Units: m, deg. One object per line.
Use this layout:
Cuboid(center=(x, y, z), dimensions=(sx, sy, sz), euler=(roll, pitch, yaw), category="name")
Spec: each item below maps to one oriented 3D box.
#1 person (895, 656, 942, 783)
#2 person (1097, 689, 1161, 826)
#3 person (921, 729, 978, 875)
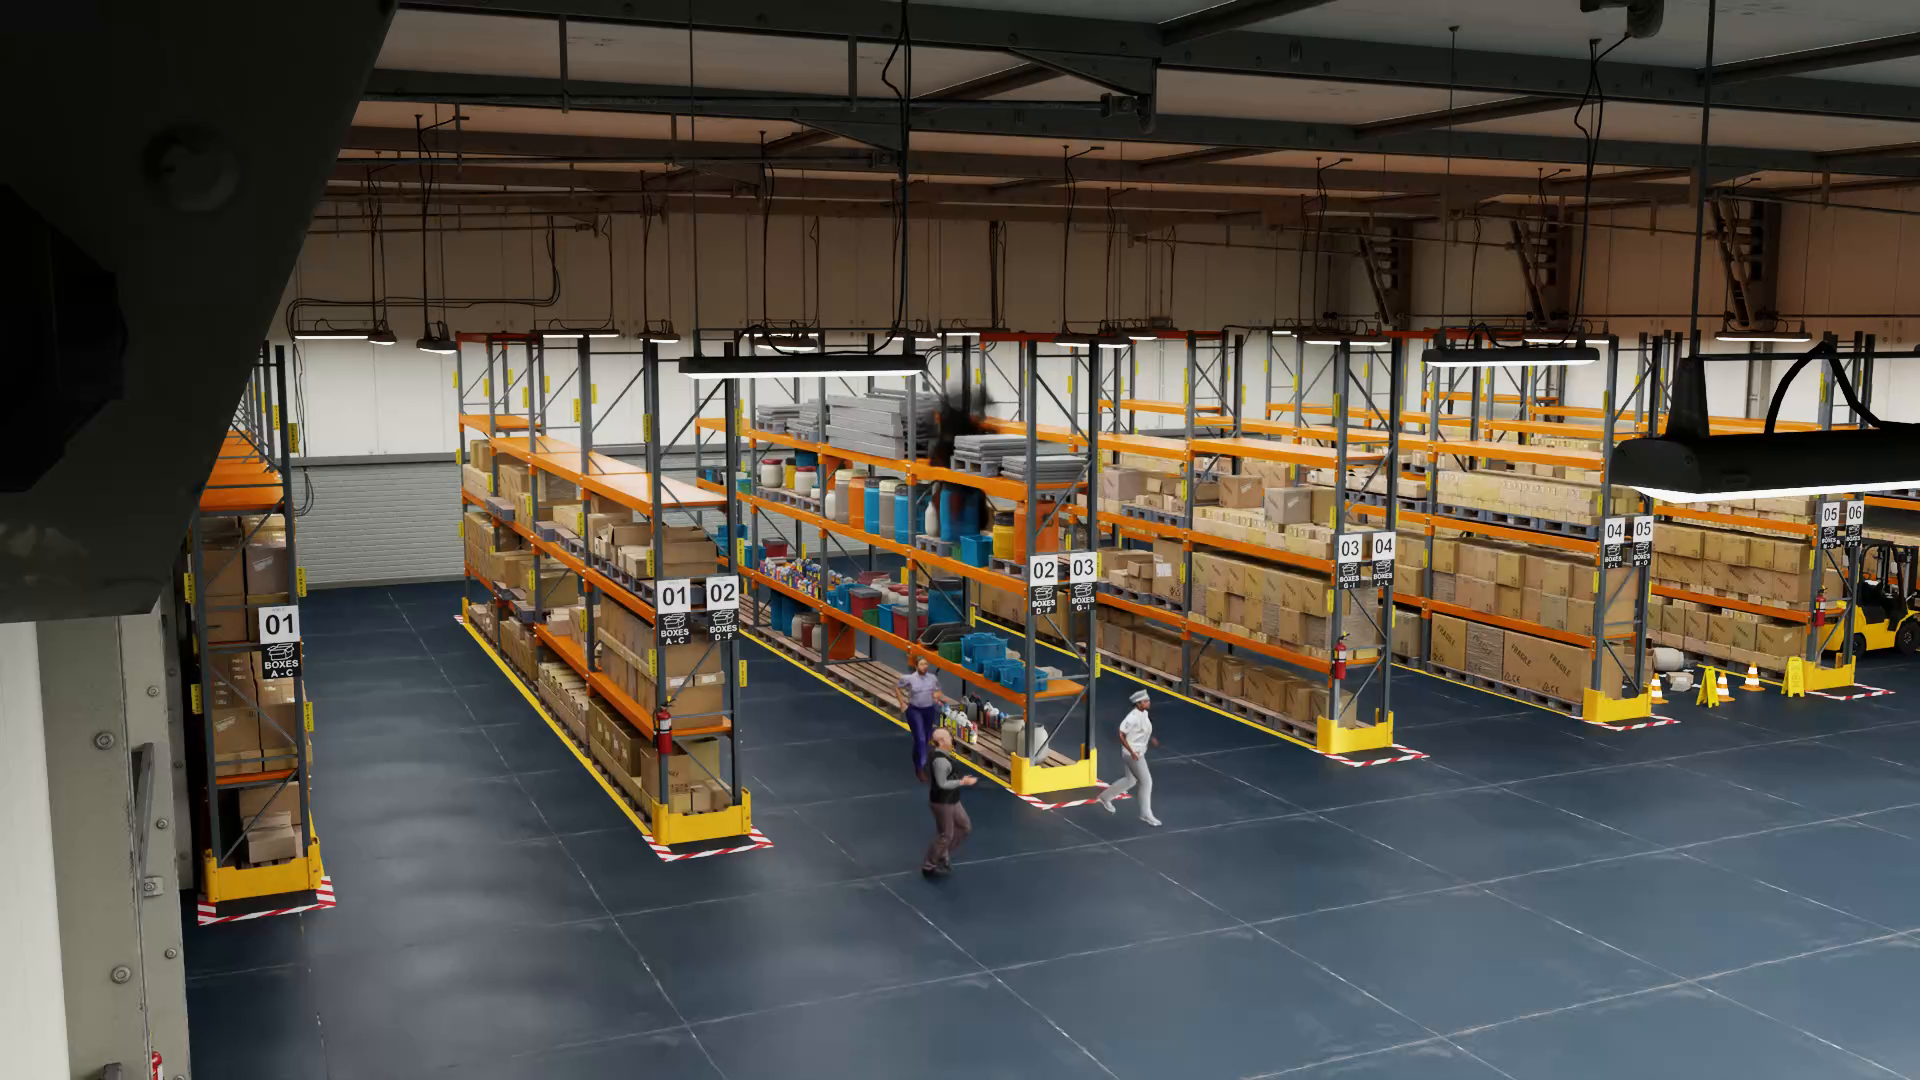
Cuboid(center=(-0.549, 2.442, 22.941), dimensions=(0.582, 1.695, 0.775), euler=(-4, 9, -29), category="person")
Cuboid(center=(2.146, 2.691, 20.870), dimensions=(0.824, 1.717, 0.566), euler=(3, 8, 18), category="person")
Cuboid(center=(-0.121, 2.970, 18.780), dimensions=(0.651, 1.721, 0.641), euler=(0, 8, 3), category="person")
